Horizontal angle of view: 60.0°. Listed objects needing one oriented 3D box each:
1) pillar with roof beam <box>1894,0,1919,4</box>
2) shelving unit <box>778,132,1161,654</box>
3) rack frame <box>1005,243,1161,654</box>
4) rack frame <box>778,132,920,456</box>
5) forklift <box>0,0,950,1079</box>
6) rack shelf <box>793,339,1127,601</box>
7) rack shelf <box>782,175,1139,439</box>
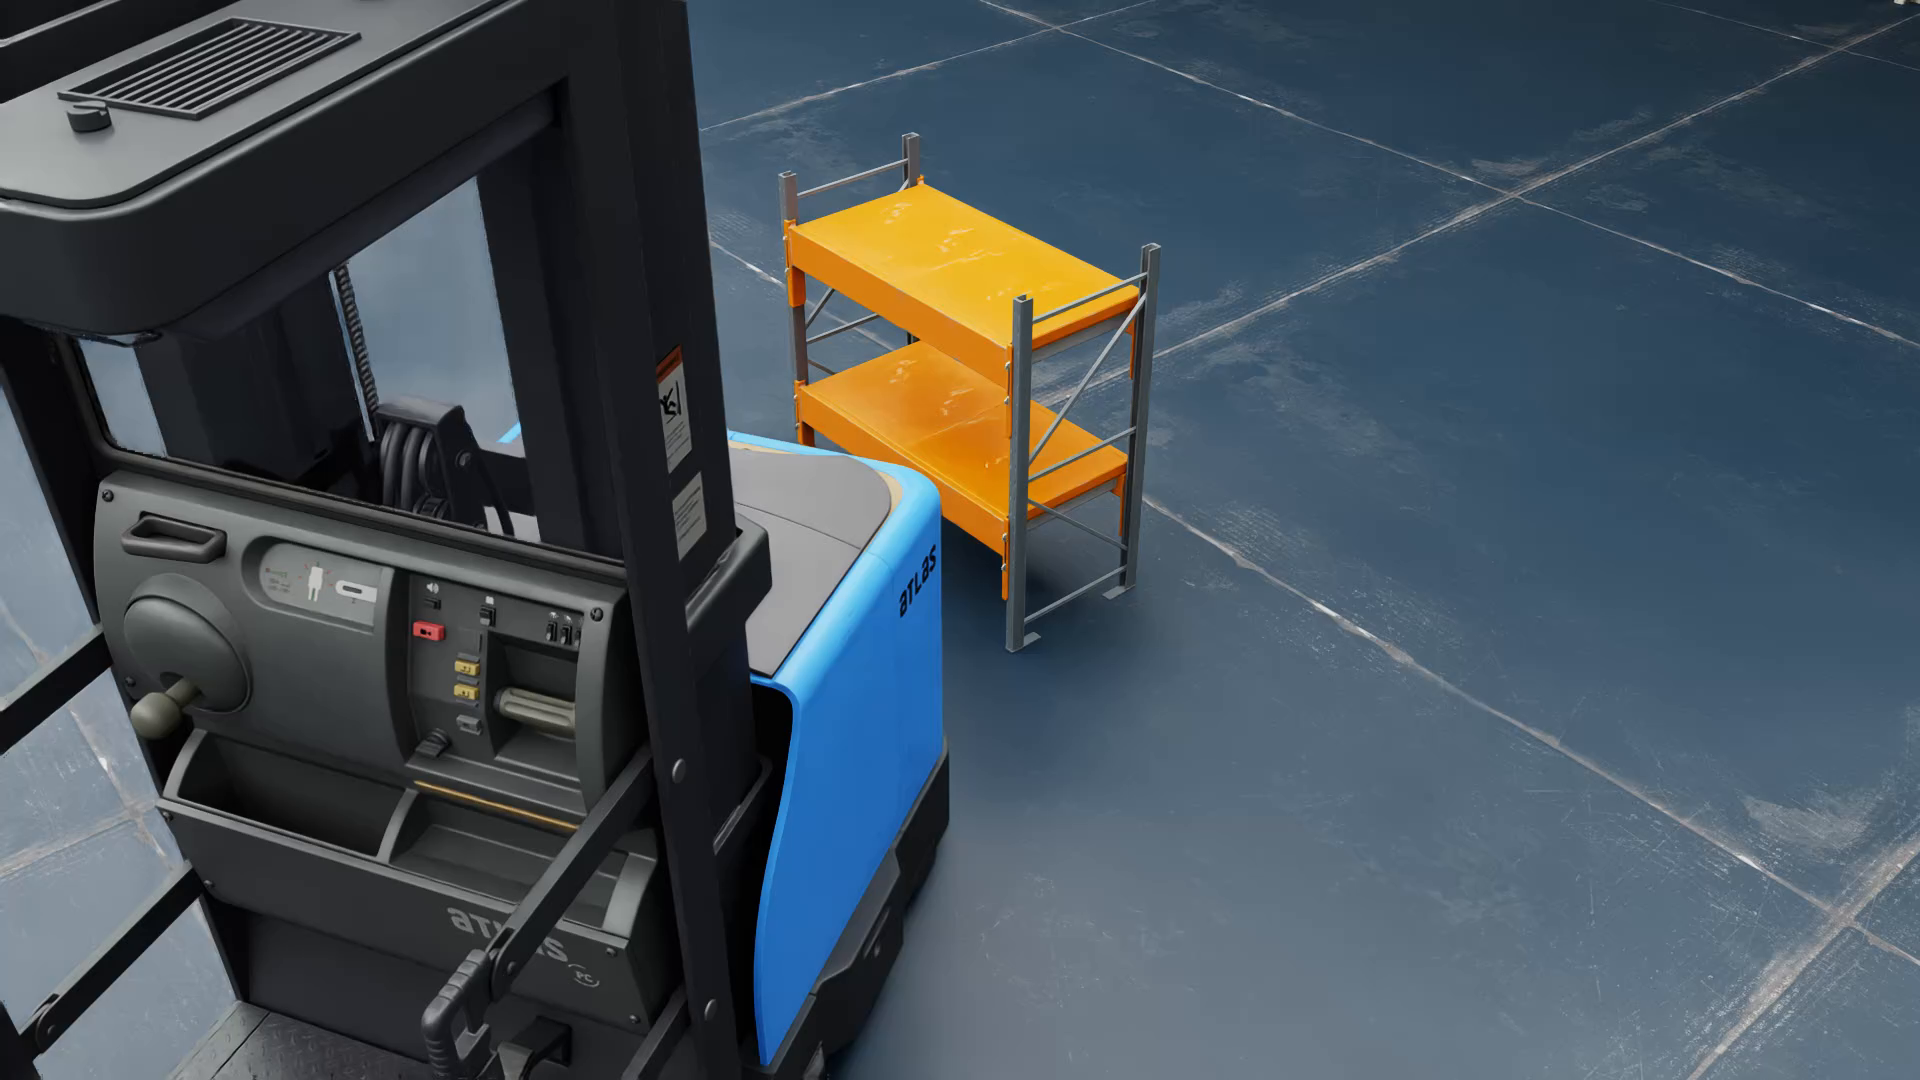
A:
[{"bbox_3d":[2.381,-5.163,4.754,9.100,9.000,0.400,-26,43,-32],"label":"pillar with roof beam"},{"bbox_3d":[0.004,-0.456,4.921,0.538,1.125,1.048,-26,43,-32],"label":"shelving unit"},{"bbox_3d":[0.332,-0.232,4.604,0.500,1.125,0.032,-26,43,-32],"label":"rack frame"},{"bbox_3d":[-0.324,-0.681,5.238,0.500,1.125,0.032,-26,43,-32],"label":"rack frame"},{"bbox_3d":[-1.013,0.233,2.385,1.130,2.935,3.031,12,37,16],"label":"forklift"},{"bbox_3d":[0.004,-0.257,5.062,0.538,0.278,1.000,-26,43,-32],"label":"rack shelf"},{"bbox_3d":[0.004,-0.695,4.752,0.538,0.278,1.000,-26,43,-32],"label":"rack shelf"}]
